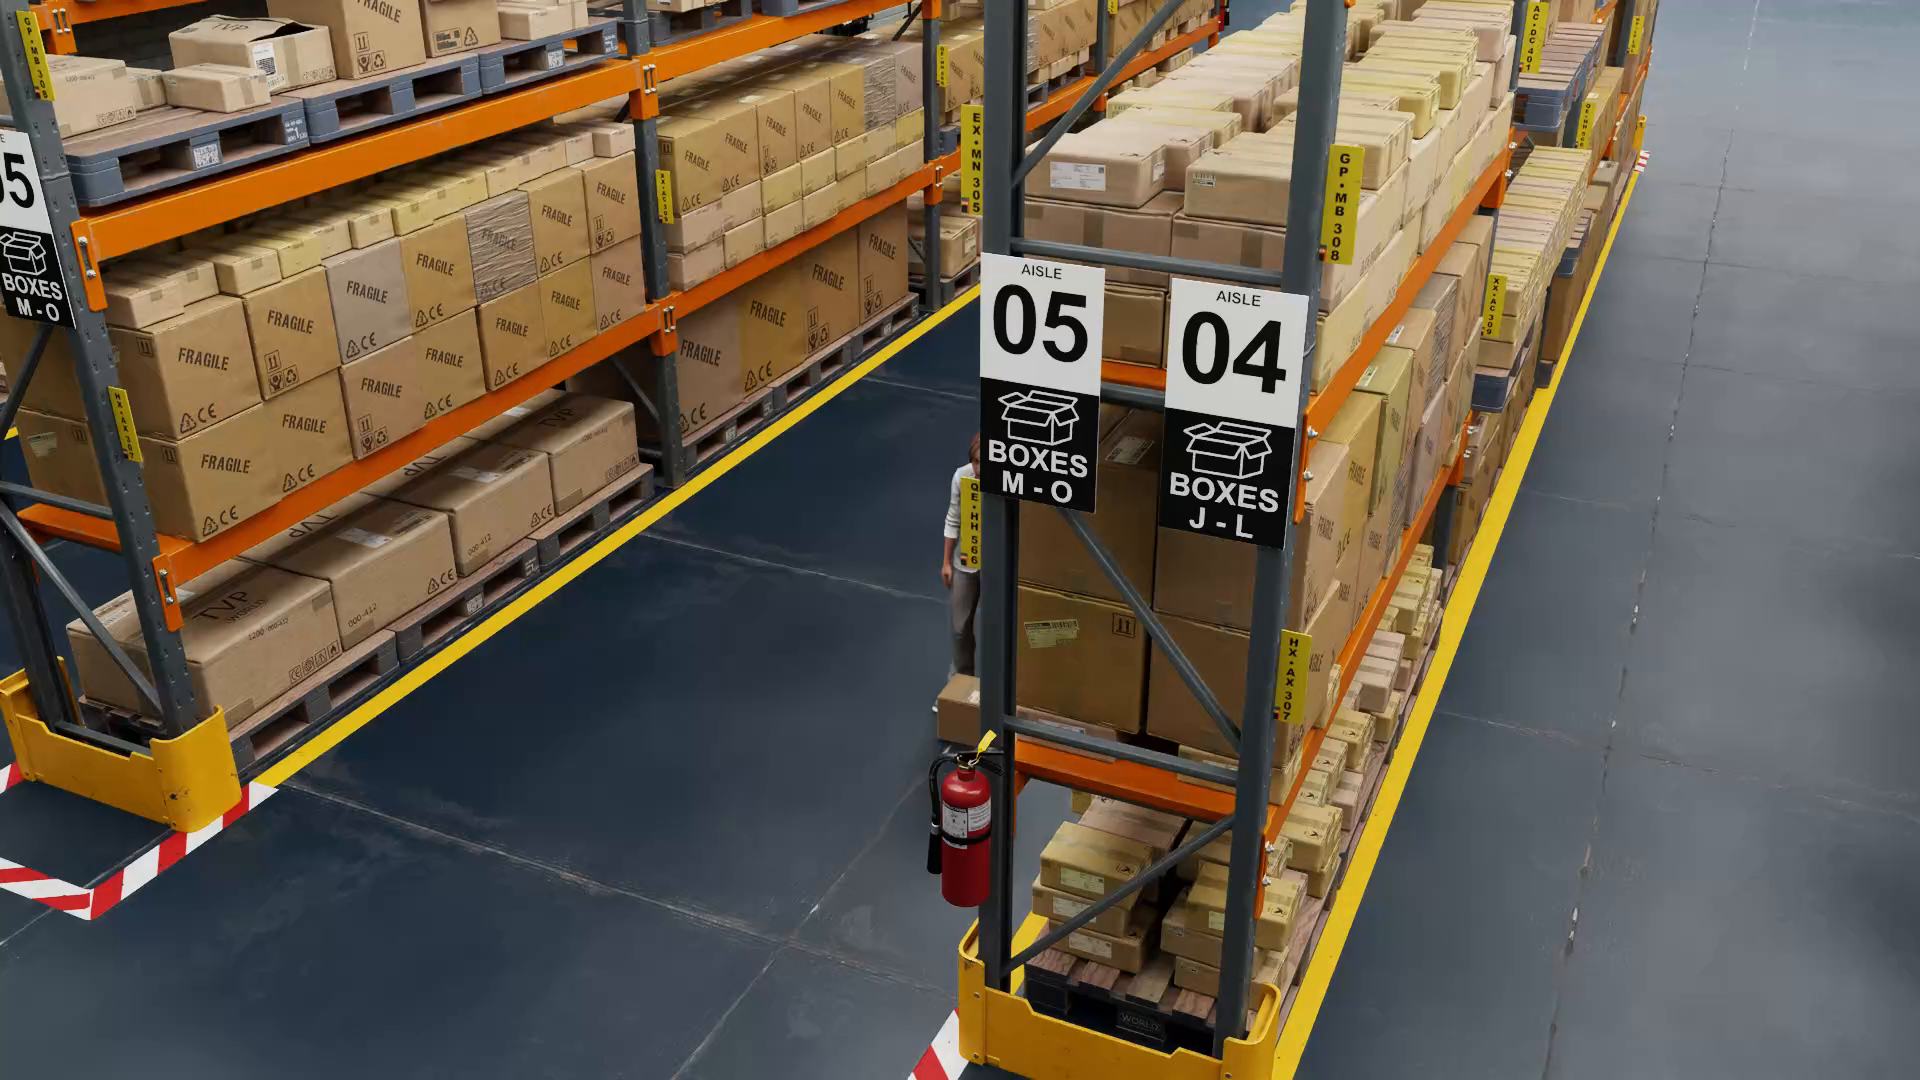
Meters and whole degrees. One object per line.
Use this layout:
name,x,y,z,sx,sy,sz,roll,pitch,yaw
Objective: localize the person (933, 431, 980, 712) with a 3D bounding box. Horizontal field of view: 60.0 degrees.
person,0.126,0.166,8.307,0.481,1.580,0.346,9,28,18
